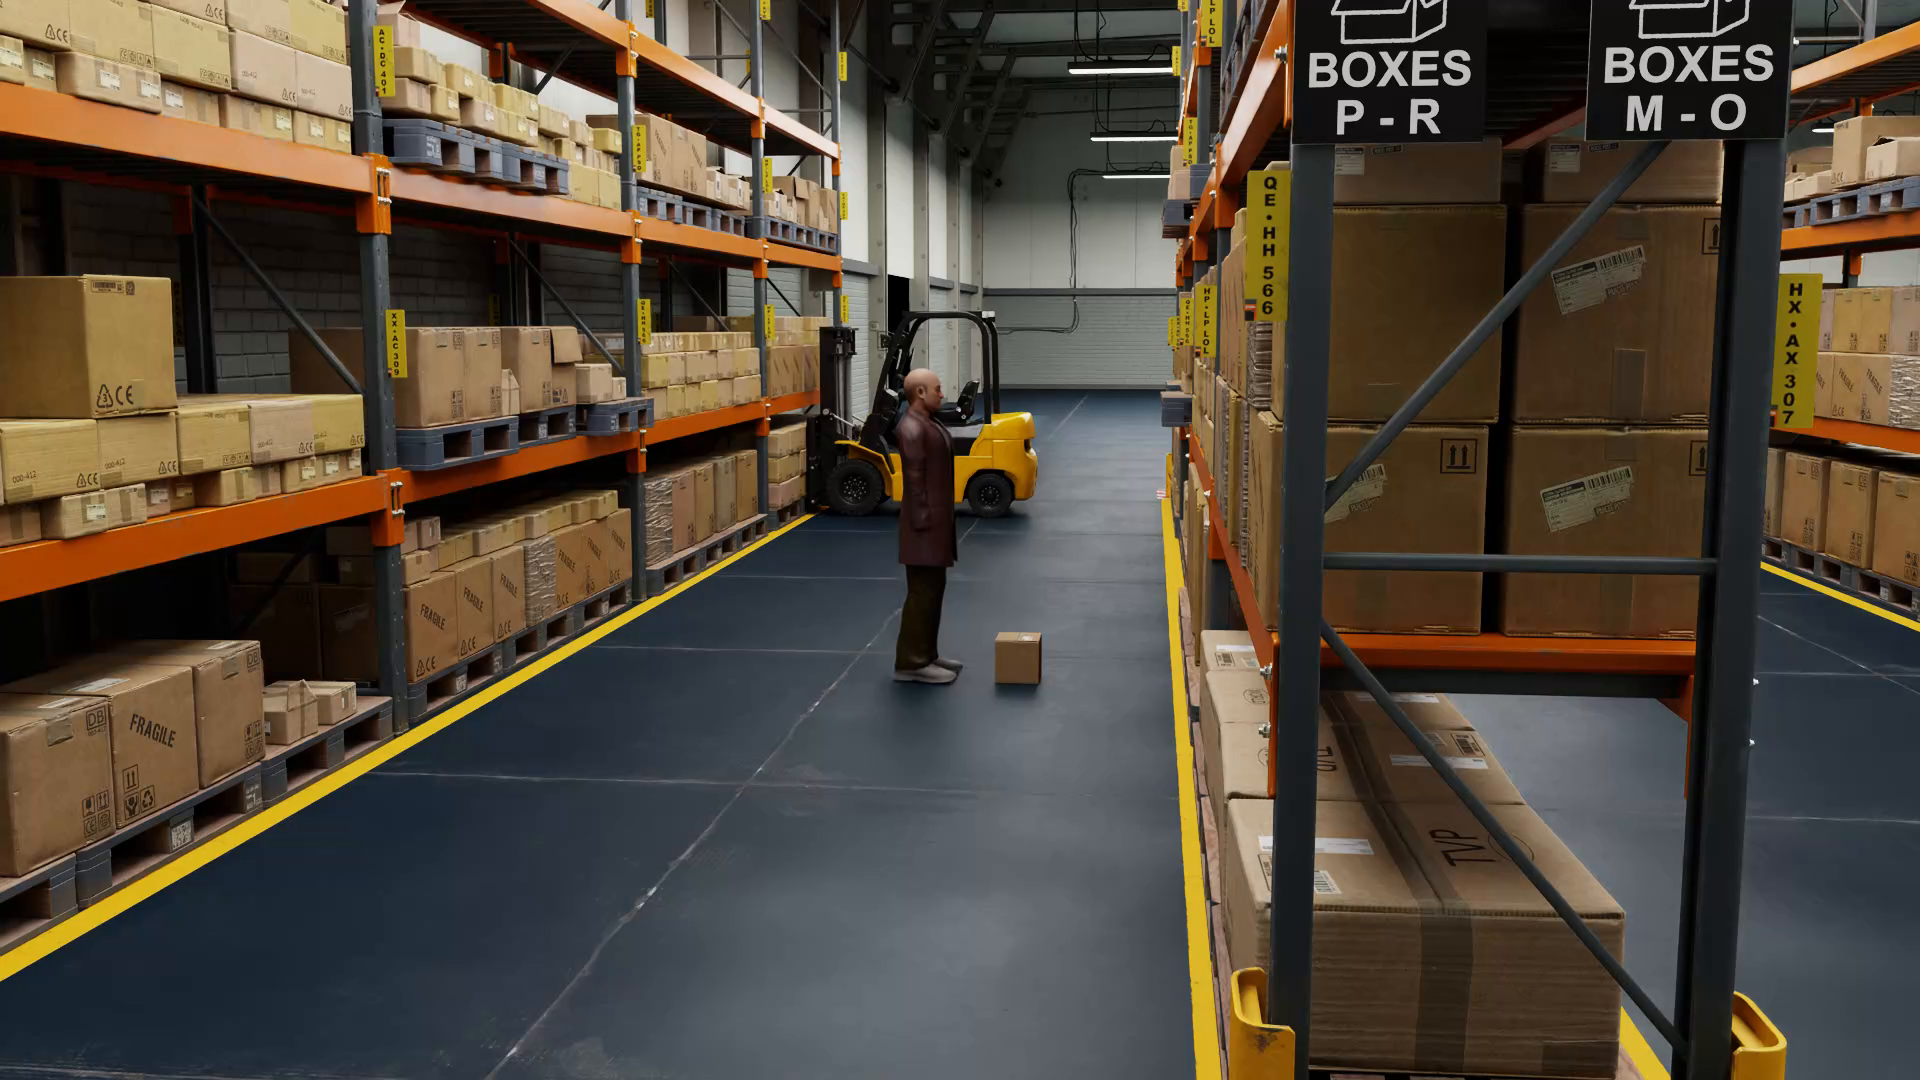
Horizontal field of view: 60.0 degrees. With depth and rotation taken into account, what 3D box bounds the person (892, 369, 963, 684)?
[{"bbox_3d":[-0.181,-0.089,9.534,0.377,1.778,0.559,1,8,8],"label":"person"}]
